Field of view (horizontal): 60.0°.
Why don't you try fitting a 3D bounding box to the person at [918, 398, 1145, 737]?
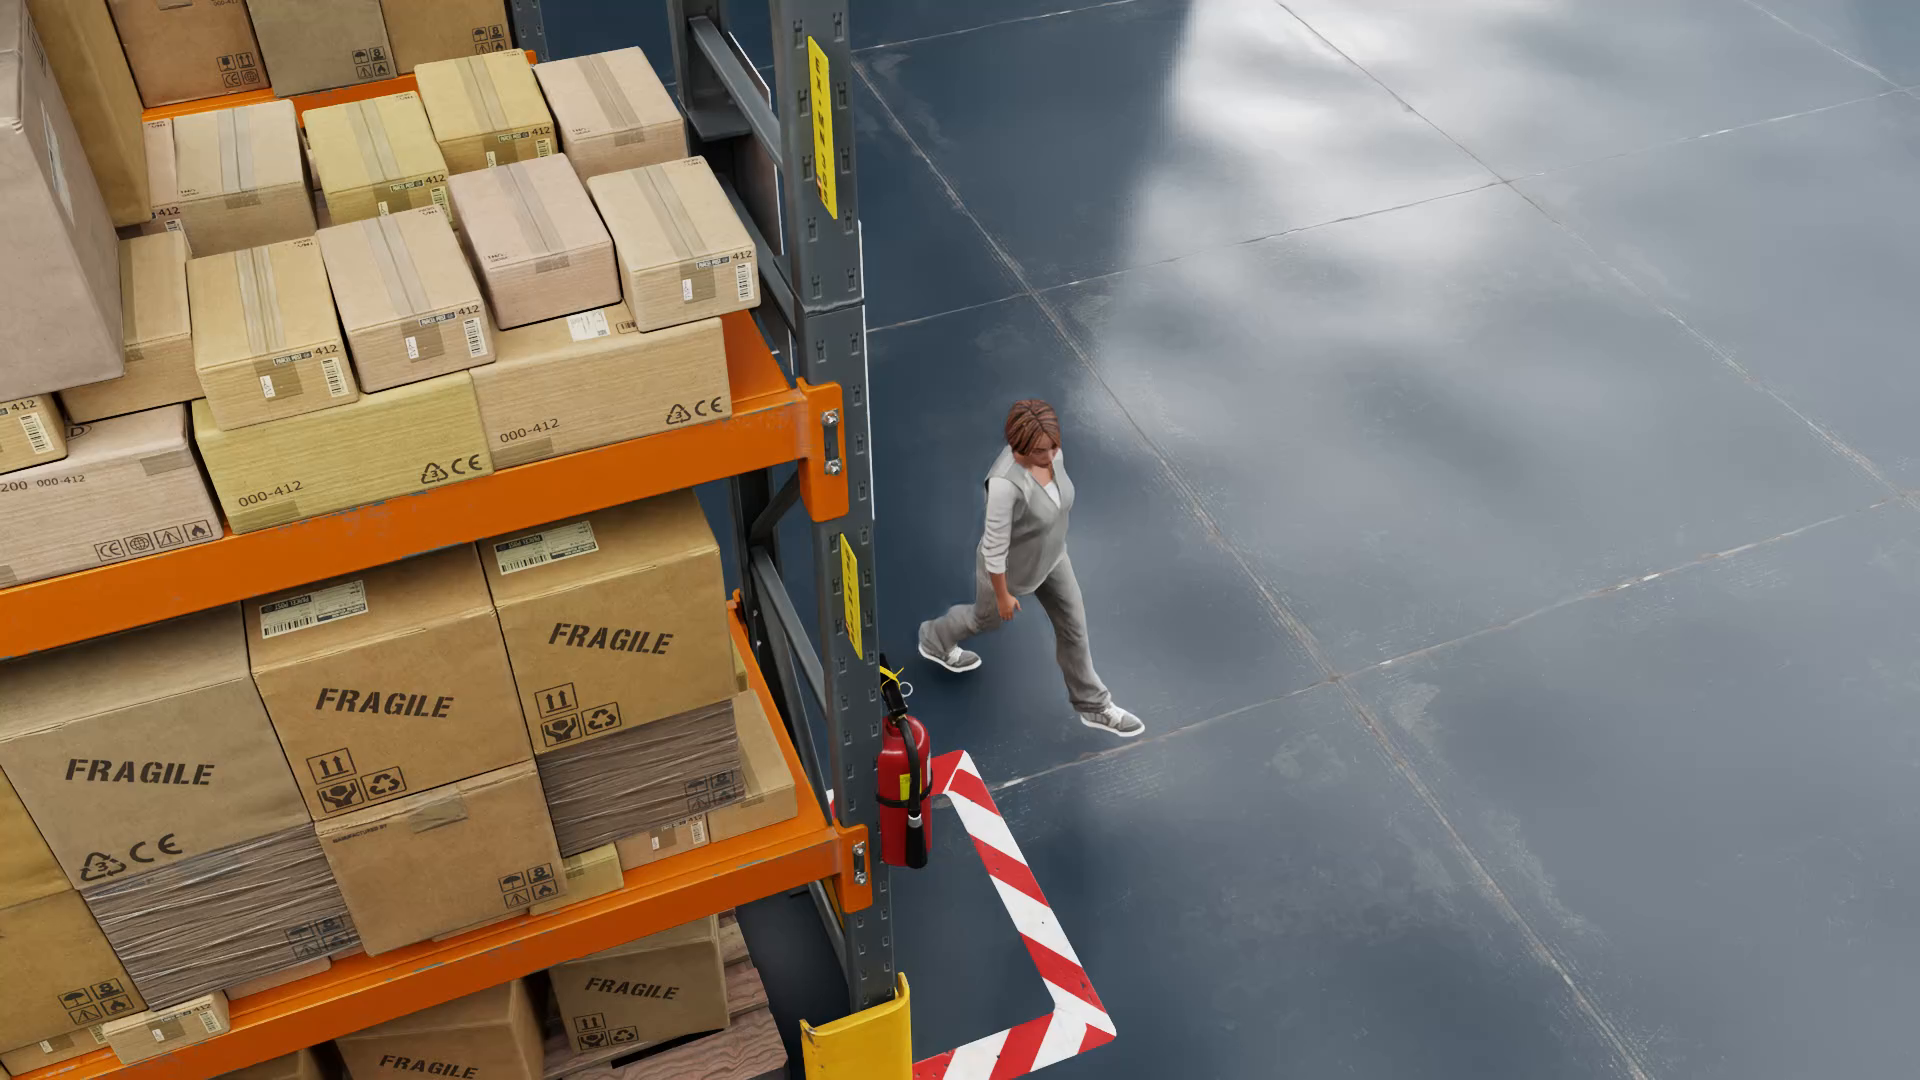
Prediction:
[{"bbox_3d":[0.252,0.082,6.093,0.980,1.517,0.491,28,49,28],"label":"person"}]
